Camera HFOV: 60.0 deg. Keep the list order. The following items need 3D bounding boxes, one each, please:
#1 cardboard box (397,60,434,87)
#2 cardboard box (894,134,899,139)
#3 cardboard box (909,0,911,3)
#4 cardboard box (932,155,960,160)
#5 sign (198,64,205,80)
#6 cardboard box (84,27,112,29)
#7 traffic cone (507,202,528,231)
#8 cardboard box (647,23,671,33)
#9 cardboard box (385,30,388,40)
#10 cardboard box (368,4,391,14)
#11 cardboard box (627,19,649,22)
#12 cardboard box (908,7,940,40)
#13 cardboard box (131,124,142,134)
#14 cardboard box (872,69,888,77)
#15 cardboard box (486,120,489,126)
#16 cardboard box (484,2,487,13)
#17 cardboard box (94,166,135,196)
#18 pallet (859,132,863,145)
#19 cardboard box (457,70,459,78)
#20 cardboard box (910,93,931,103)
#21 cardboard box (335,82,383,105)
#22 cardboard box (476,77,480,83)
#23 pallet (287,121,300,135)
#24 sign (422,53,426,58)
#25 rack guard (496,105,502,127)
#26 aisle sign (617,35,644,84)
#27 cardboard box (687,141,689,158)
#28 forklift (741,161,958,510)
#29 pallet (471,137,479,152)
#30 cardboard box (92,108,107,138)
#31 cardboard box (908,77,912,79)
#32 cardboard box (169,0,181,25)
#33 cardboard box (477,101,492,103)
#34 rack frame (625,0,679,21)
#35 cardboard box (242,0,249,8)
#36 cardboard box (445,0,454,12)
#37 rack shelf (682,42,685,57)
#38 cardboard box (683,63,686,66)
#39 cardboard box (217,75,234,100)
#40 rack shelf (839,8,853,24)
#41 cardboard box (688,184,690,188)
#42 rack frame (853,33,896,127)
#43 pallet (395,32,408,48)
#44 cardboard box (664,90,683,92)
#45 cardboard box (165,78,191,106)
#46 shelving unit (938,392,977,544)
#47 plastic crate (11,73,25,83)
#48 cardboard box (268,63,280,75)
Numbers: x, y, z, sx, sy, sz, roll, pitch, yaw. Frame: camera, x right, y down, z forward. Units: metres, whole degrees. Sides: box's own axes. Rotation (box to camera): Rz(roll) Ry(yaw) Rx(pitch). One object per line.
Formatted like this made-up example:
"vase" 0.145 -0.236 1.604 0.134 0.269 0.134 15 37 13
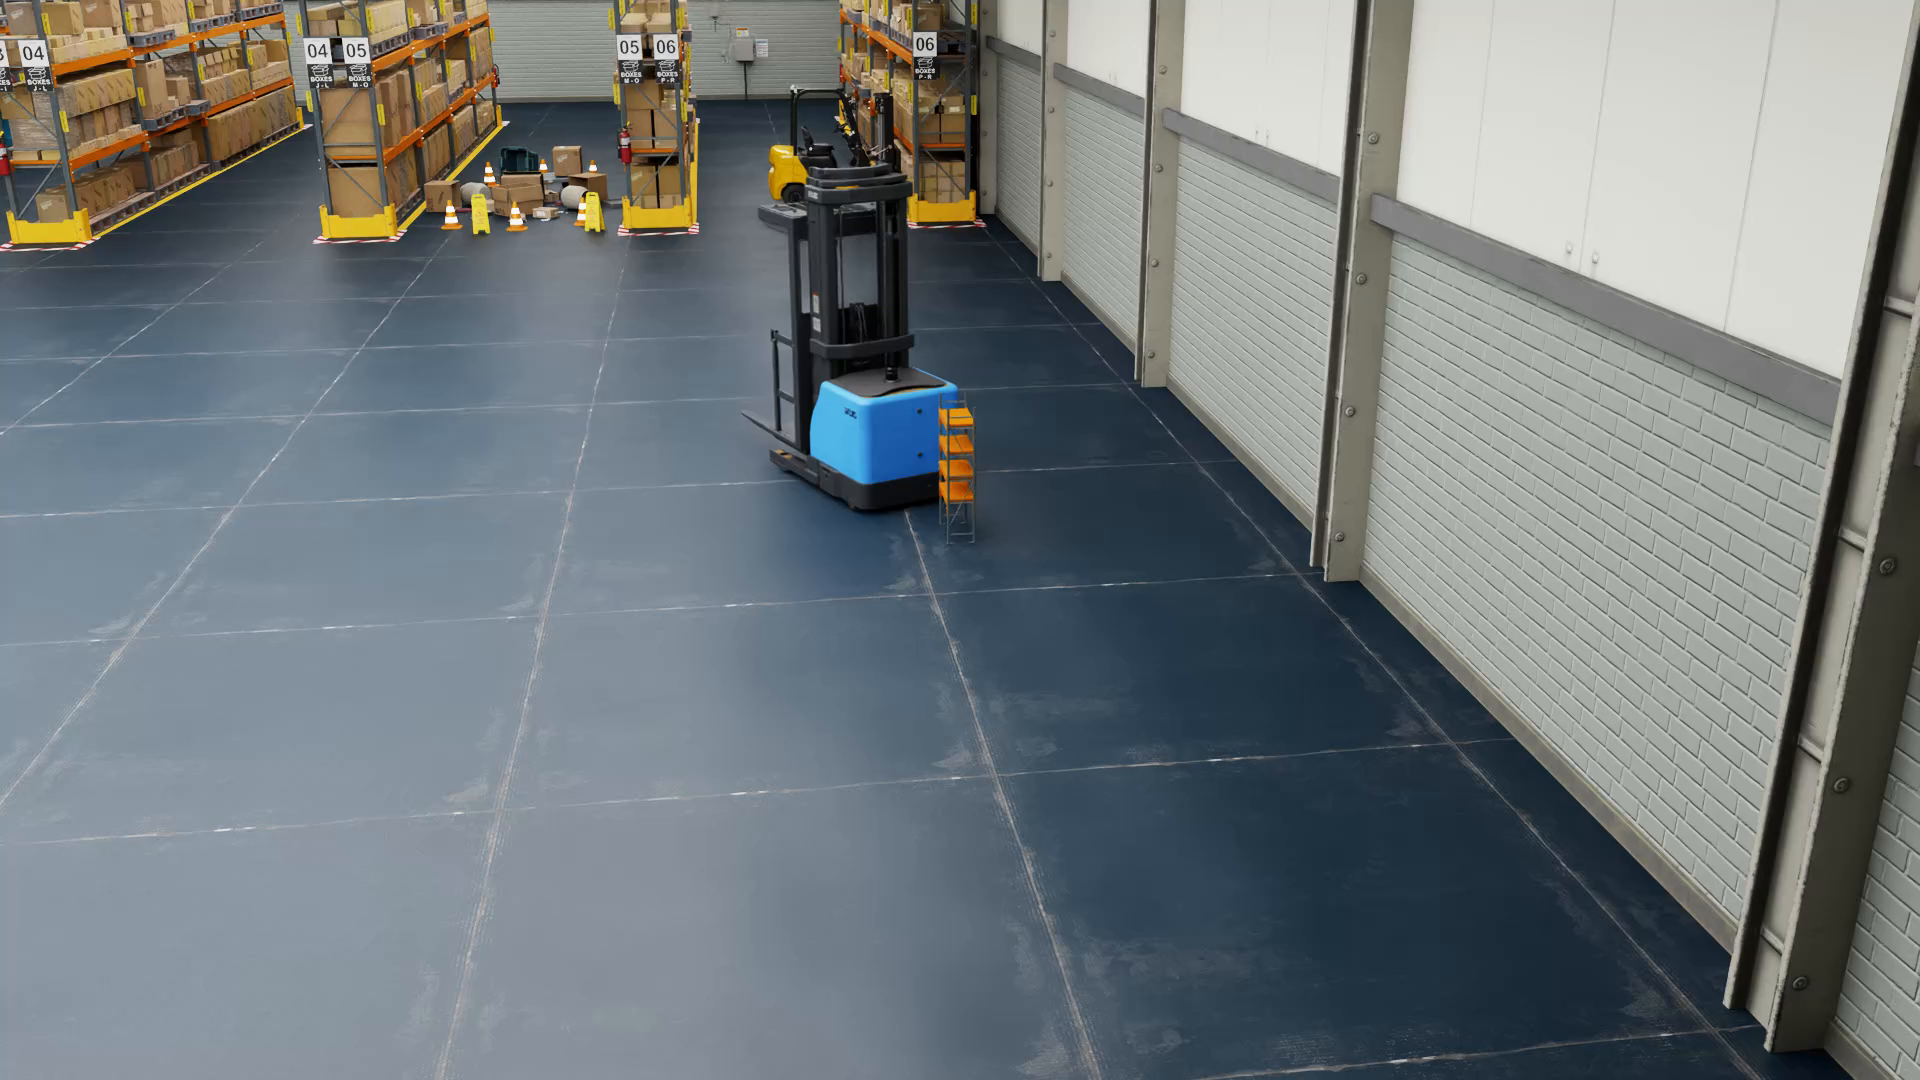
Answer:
"cardboard box" -11.135 -9.508 33.888 0.700 0.500 0.500 -3 21 -9
"cardboard box" -1.083 -8.008 34.239 0.875 0.625 0.625 -3 21 -8
"cardboard box" -1.248 -11.662 36.161 0.380 0.149 0.250 -4 21 -10
"cardboard box" -0.273 -6.816 30.153 0.500 0.250 0.500 -3 21 -8
"sign" -15.651 -9.644 34.284 0.100 0.325 0.005 -3 21 -8
"cardboard box" -15.329 -9.050 29.592 0.380 0.149 0.250 -3 21 -7
"traffic cone" -7.615 -5.560 28.516 0.336 0.463 0.334 -3 21 -8
"cardboard box" -5.076 -8.633 28.049 0.380 0.149 0.250 -3 21 -8
"cardboard box" -10.025 -8.657 28.510 0.380 0.149 0.250 -3 21 -8
"cardboard box" -10.100 -9.207 28.843 0.380 0.149 0.250 -3 21 -7
"cardboard box" -5.647 -9.048 29.160 0.380 0.149 0.250 -4 21 -9
"cardboard box" -0.620 -8.927 28.730 0.500 0.500 0.500 -2 21 -6
"cardboard box" -15.288 -7.546 30.567 0.380 0.149 0.250 -3 21 -8
"cardboard box" -1.714 -10.085 35.936 0.380 0.149 0.250 -2 21 -6
"cardboard box" -11.878 -10.338 41.156 0.380 0.149 0.250 -3 21 -7
"cardboard box" -12.090 -13.284 41.498 0.500 0.250 0.500 -3 21 -9
"cardboard box" -15.592 -6.609 30.670 0.500 0.500 0.500 -4 21 -9
"pallet" -1.891 -9.659 39.849 1.003 0.211 1.213 -3 21 -8
"cardboard box" -11.435 -10.437 37.282 0.380 0.149 0.250 -4 21 -11
"cardboard box" -0.706 -7.867 29.570 0.380 0.149 0.250 -2 21 -7
"cardboard box" -10.296 -7.446 28.182 0.875 0.550 0.550 -3 21 -8
"cardboard box" -11.763 -11.066 39.990 0.380 0.149 0.250 -3 21 -7
"pallet" -17.147 -10.299 41.564 1.003 0.211 1.213 -3 21 -8
"sign" -12.376 -11.084 38.443 0.100 0.325 0.005 -3 21 -8
"rack guard" -12.406 -10.896 42.750 1.175 0.500 0.348 -3 21 -8
"aisle sign" -5.505 -8.020 27.761 0.394 0.787 0.004 -3 21 -8
"cardboard box" -6.308 -8.378 35.590 0.950 0.372 0.625 -4 21 -11
"forklift" -1.197 -2.106 15.741 1.130 2.935 3.031 -12 24 -29
"pallet" -11.727 -9.133 38.441 1.003 0.211 1.213 -3 21 -8
"cardboard box" -15.366 -7.233 28.800 0.875 0.500 0.500 -3 21 -8
"cardboard box" -0.862 -9.402 34.107 0.380 0.149 0.250 -3 21 -8
"cardboard box" -15.785 -10.465 32.878 0.500 0.500 0.500 -3 21 -8
"cardboard box" -12.090 -11.063 42.247 0.380 0.149 0.250 -3 21 -7
"rack frame" -5.803 -11.034 30.971 1.000 3.000 0.127 -3 21 -8
"cardboard box" -17.008 -12.643 38.682 0.700 0.500 0.500 -2 21 -5
"cardboard box" -11.894 -12.221 37.693 0.700 0.500 0.500 -3 21 -8
"rack shelf" -6.092 -9.984 33.476 1.077 0.370 4.000 -3 21 -8
"cardboard box" -5.954 -9.669 34.724 0.500 0.500 0.500 -3 21 -9
"cardboard box" -16.211 -9.866 36.276 0.500 0.500 0.500 -3 21 -8
"rack shelf" -2.334 -13.005 41.566 1.077 0.370 4.000 -3 21 -8
"cardboard box" -5.227 -6.406 30.484 0.500 0.250 0.500 -2 21 -4
"rack frame" -2.045 -11.245 40.110 1.000 3.000 0.127 -3 21 -8
"pallet" -10.579 -9.019 29.989 1.003 0.211 1.213 -3 21 -8
"cardboard box" -5.493 -8.268 31.573 0.500 0.500 0.500 -3 21 -9
"cardboard box" -15.890 -8.979 33.300 0.700 0.500 0.500 0 20 0
"shelving unit" -0.024 -0.619 14.234 0.258 1.200 0.503 -3 21 -8
"plastic crate" -21.545 -10.623 38.270 0.402 0.464 0.583 -3 21 -8
"cardboard box" -16.861 -11.441 40.425 0.500 0.250 0.500 -4 21 -10
